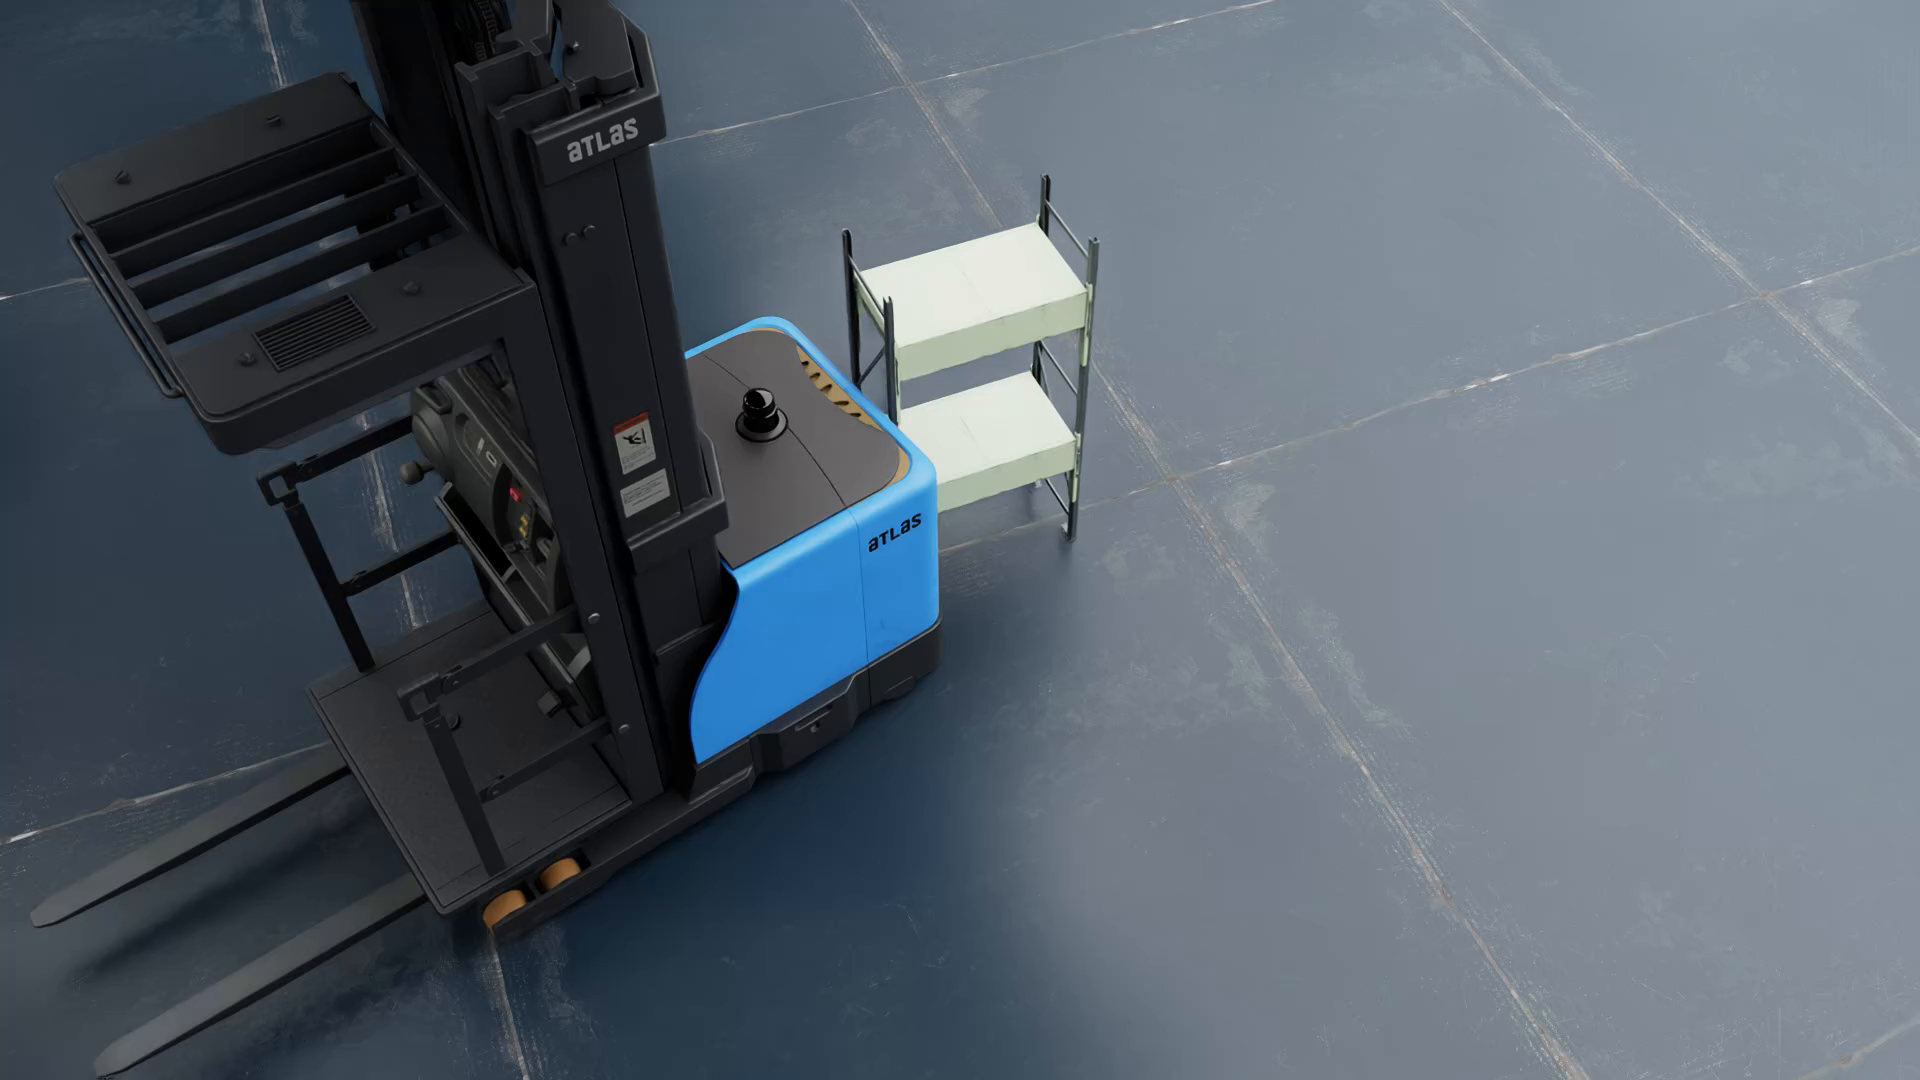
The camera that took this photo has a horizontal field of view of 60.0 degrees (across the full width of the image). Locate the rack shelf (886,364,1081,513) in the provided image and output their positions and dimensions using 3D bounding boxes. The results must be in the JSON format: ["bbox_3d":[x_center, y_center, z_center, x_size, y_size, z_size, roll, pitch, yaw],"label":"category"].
[{"bbox_3d":[0.033,-0.301,6.291,0.720,0.370,0.431,-18,52,-15],"label":"rack shelf"}]

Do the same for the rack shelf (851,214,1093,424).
[{"bbox_3d":[0.033,-0.768,5.747,0.720,0.370,0.431,-18,52,-15],"label":"rack shelf"}]

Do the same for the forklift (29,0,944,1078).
[{"bbox_3d":[-1.544,-0.107,4.751,3.031,2.935,1.130,-30,56,-23],"label":"forklift"}]

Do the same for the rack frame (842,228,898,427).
[{"bbox_3d":[-0.302,-0.402,5.947,0.023,1.500,0.400,-18,52,-15],"label":"rack frame"}]

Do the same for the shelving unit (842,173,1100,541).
[{"bbox_3d":[0.033,-0.514,6.043,0.755,1.500,0.431,-18,52,-15],"label":"shelving unit"}]

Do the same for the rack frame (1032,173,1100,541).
[{"bbox_3d":[0.368,-0.625,6.139,0.023,1.500,0.400,-18,52,-15],"label":"rack frame"}]
